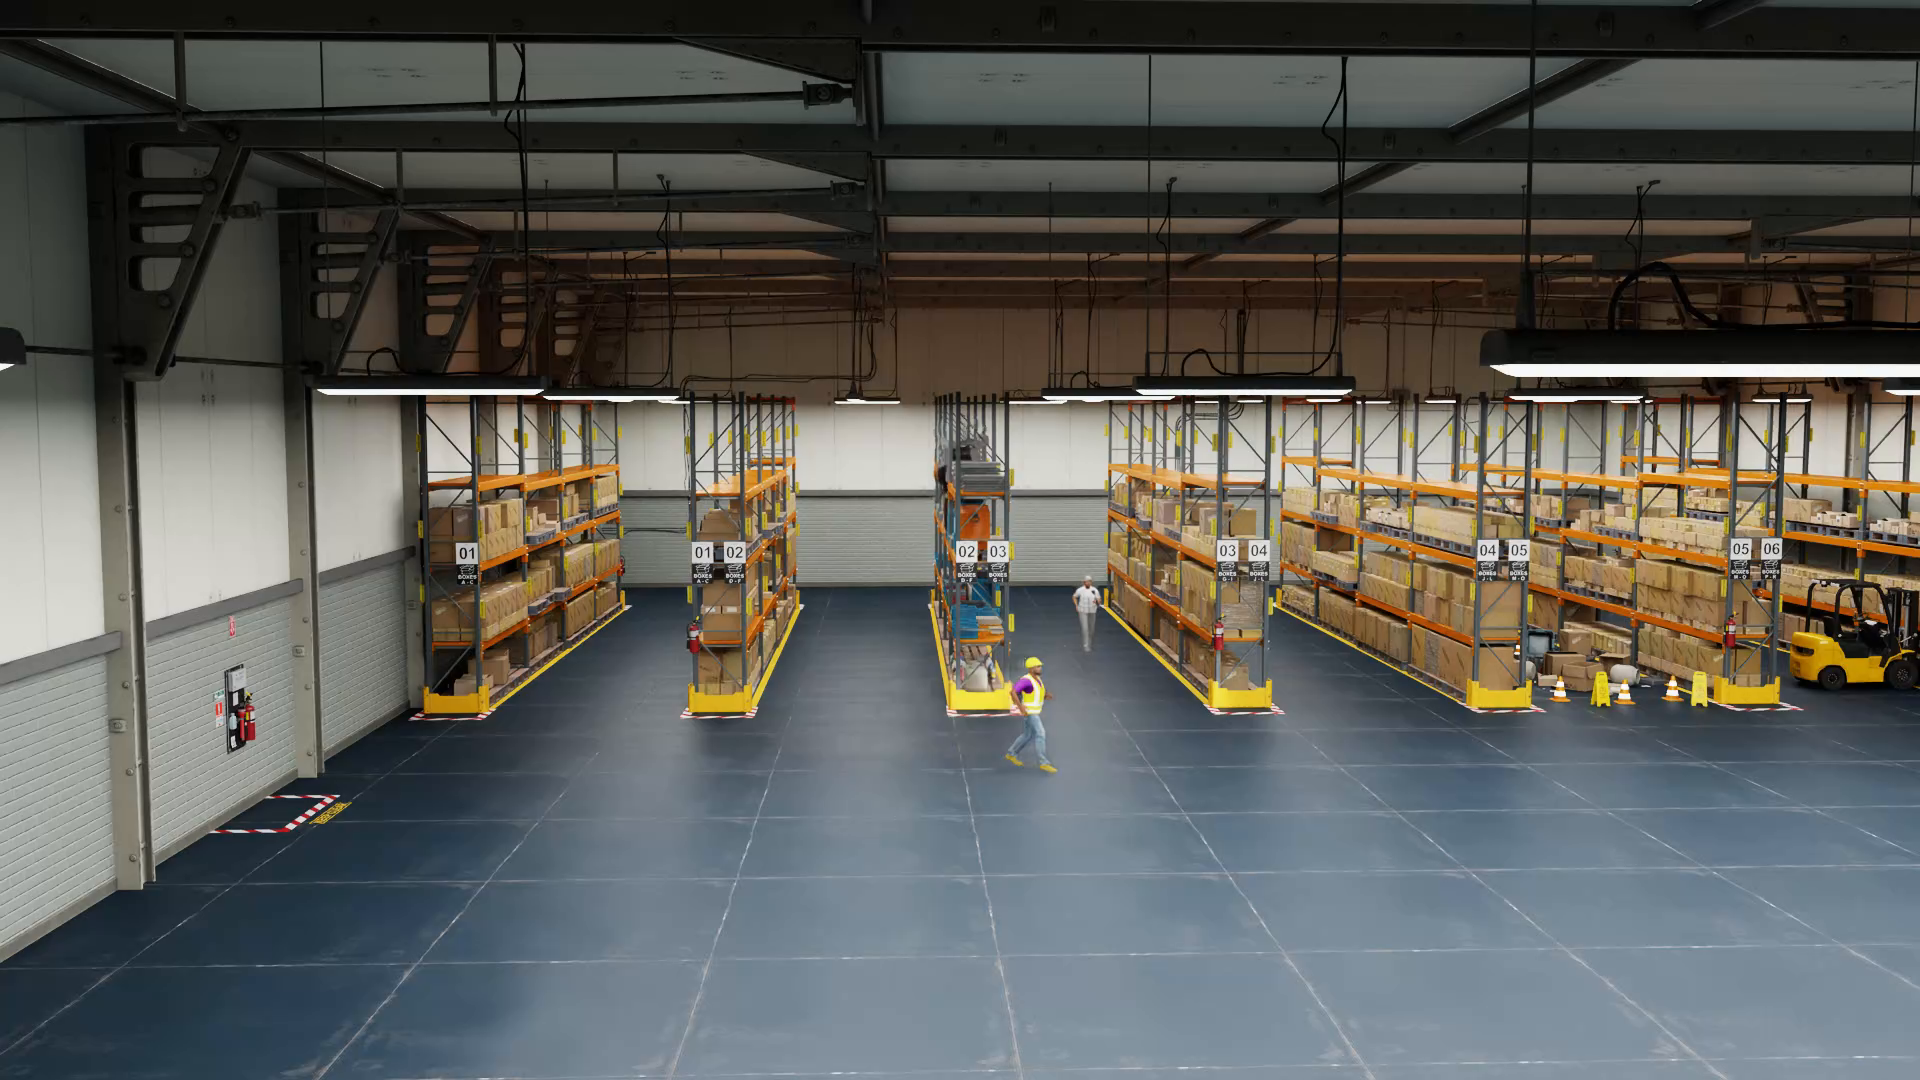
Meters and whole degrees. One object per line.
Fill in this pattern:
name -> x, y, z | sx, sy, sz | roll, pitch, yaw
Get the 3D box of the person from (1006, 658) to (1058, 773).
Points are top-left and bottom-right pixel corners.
person -> 1.133, 2.725, 26.101 | 0.895, 1.777, 0.708 | 1, 5, 16

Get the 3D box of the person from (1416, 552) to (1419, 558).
person -> 13.418, 0.975, 49.342 | 0.566, 1.608, 0.572 | 0, 5, 0

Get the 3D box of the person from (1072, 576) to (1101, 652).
person -> 2.844, 1.649, 37.053 | 0.615, 1.702, 0.862 | -1, 5, -9
